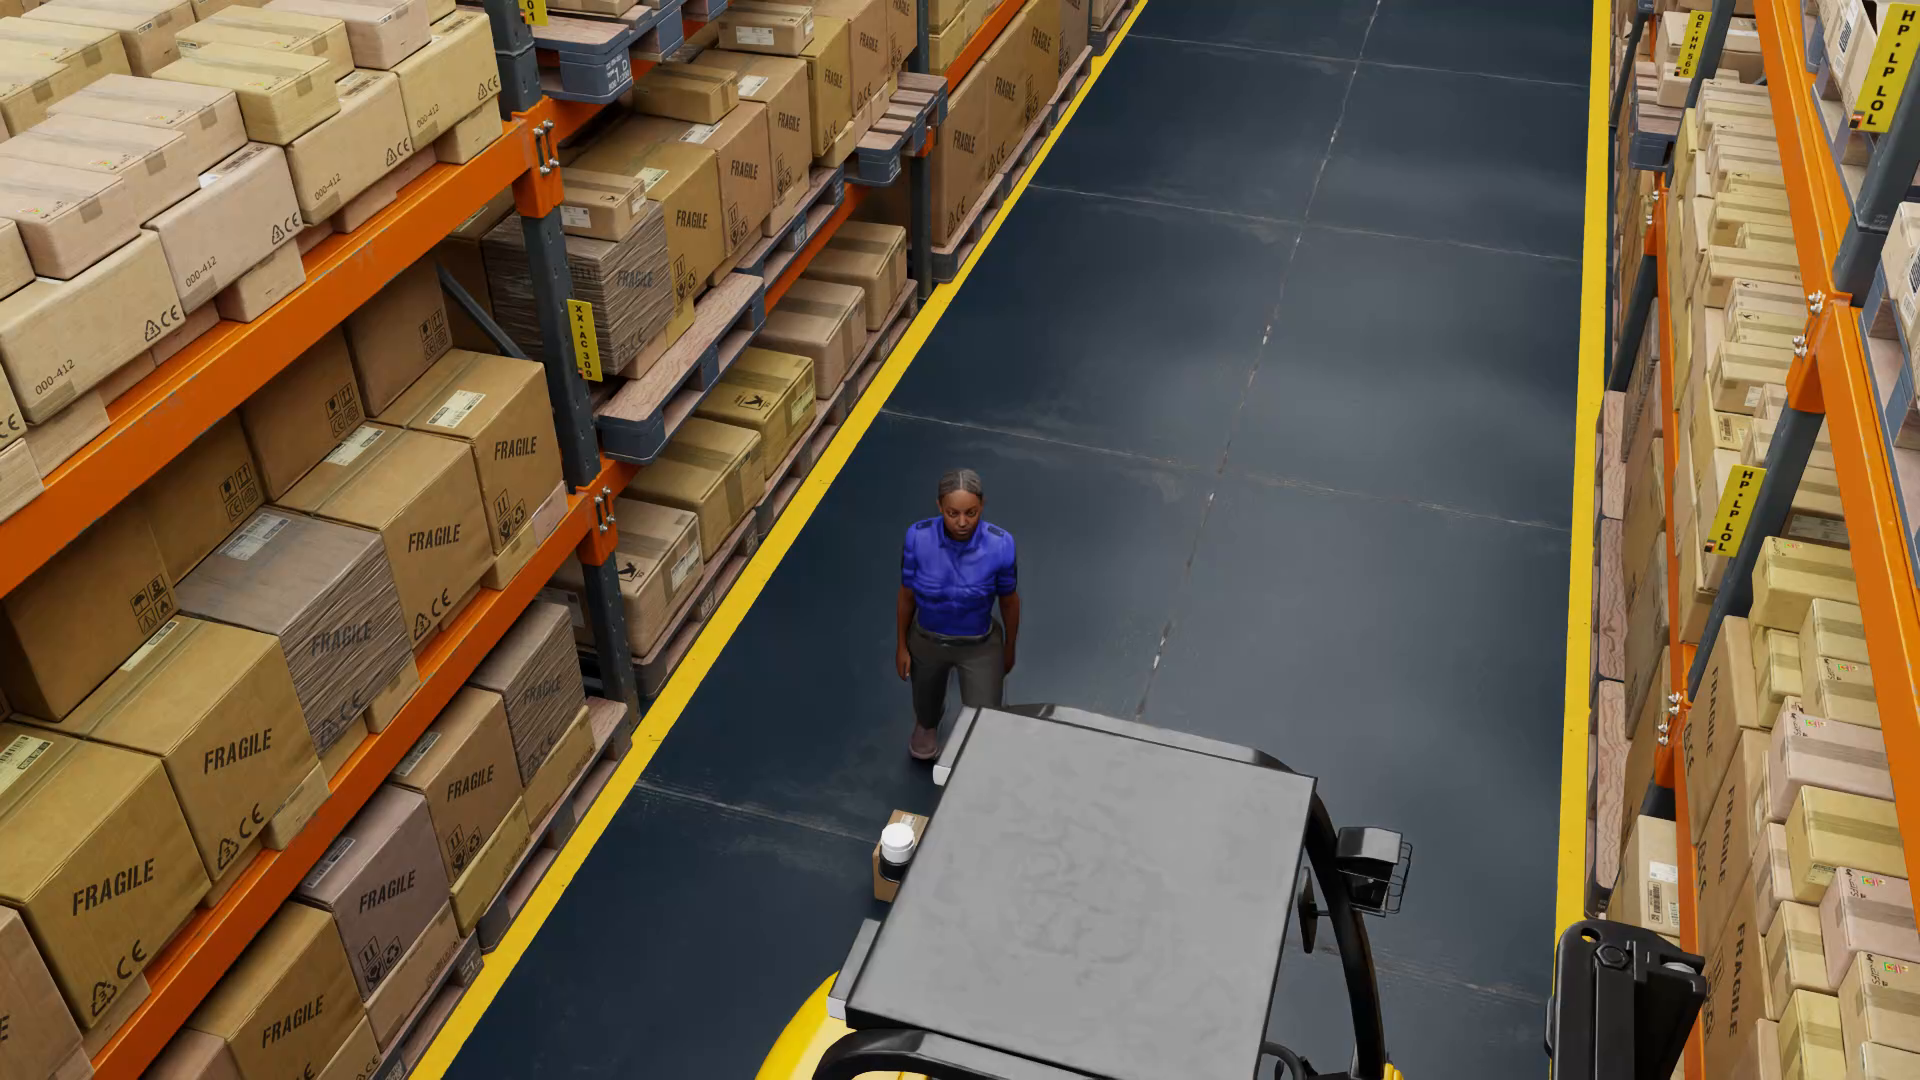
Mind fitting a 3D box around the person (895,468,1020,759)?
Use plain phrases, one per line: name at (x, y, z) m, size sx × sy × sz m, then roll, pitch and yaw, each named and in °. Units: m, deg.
person at (-0.017, 0.411, 6.348) m, size 0.471 × 1.618 × 0.878 m, roll 5°, pitch 38°, yaw 7°
